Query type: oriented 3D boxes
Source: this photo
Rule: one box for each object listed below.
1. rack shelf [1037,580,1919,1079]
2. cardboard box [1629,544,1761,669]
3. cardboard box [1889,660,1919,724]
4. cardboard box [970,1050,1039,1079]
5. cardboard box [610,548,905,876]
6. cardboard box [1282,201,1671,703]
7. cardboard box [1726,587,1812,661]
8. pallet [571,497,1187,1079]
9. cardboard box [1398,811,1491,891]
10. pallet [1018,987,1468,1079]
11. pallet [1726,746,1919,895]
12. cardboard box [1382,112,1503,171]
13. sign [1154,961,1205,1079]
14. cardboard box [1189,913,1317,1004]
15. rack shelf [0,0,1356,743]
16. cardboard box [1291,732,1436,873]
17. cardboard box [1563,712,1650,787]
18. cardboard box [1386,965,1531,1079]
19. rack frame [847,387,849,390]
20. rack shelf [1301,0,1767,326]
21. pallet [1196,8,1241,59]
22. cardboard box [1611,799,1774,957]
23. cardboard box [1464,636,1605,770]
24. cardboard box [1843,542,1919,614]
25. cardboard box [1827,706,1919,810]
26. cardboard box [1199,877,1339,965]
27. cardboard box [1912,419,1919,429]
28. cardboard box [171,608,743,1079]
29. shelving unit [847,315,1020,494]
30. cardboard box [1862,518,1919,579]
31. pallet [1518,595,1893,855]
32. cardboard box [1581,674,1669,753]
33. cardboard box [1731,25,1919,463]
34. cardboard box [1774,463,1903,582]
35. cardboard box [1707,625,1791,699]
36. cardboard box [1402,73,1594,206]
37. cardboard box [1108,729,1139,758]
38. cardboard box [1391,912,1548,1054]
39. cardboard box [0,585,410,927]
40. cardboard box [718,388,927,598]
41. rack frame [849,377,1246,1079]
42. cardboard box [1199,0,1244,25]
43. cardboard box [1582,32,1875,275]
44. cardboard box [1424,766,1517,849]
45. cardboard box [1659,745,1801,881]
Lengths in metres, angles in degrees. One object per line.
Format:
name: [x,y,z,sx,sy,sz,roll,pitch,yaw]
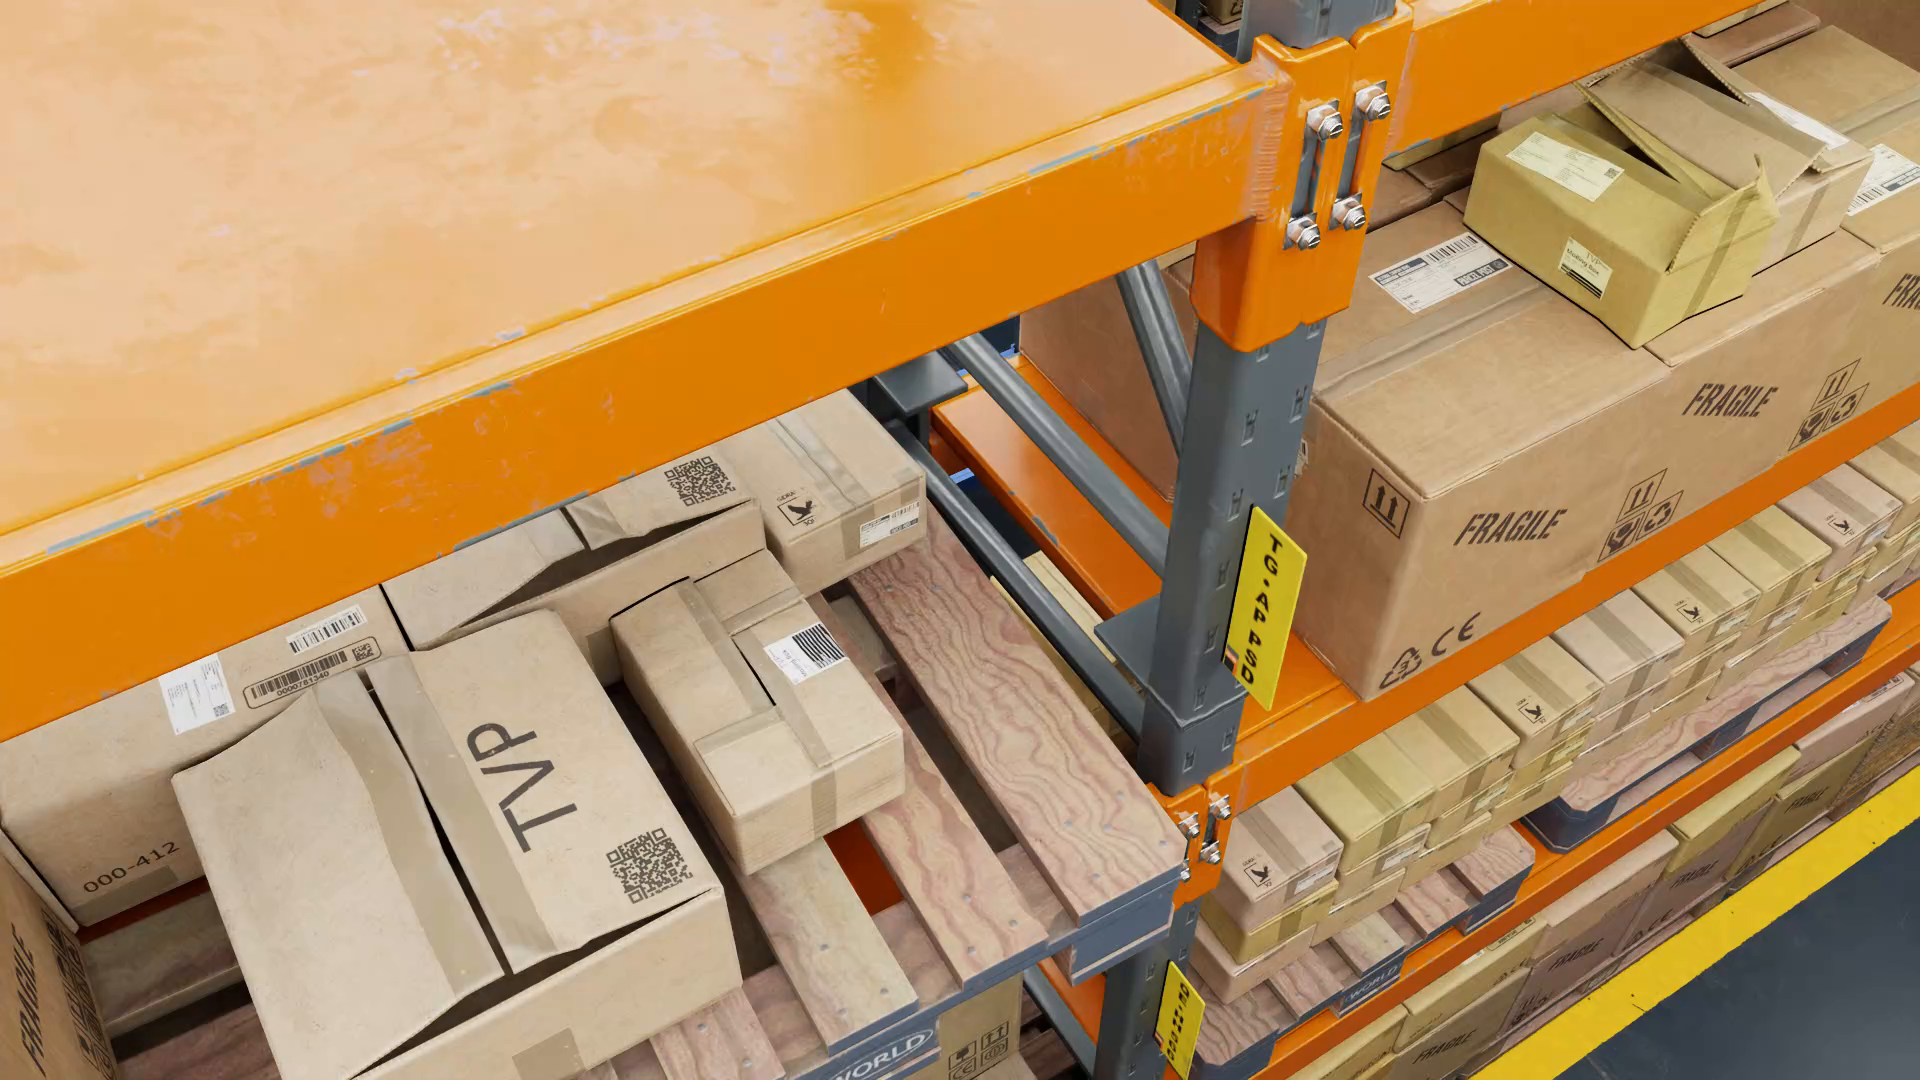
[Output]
rack shelf: [1.801,0.381,4.829,4.000,0.370,1.077,-25,53,-21]
cardboard box: [1.714,0.098,4.088,0.250,0.149,0.380,-24,52,-20]
cardboard box: [2.997,0.243,5.360,0.500,0.250,0.500,-27,53,-22]
cardboard box: [-0.128,1.254,3.503,0.500,0.500,0.500,-25,53,-21]
cardboard box: [-0.280,0.223,2.287,0.250,0.166,0.380,-25,53,-21]
cardboard box: [0.735,-0.152,2.746,0.500,0.500,0.500,-25,53,-21]
cardboard box: [1.940,0.094,4.291,0.250,0.149,0.380,-23,52,-20]
pallet: [-0.407,0.294,2.543,1.003,0.211,1.213,-23,52,-19]
cardboard box: [1.051,0.617,4.024,0.250,0.149,0.380,-23,52,-19]
pallet: [0.771,1.556,5.169,1.213,0.211,1.003,-25,53,-21]
pallet: [2.835,0.583,6.035,1.213,0.211,1.003,-25,53,-21]
cardboard box: [0.739,-0.886,2.888,0.258,0.266,0.396,-25,53,-21]
sign: [0.408,0.903,3.107,0.005,0.325,0.100,-25,53,-21]
cardboard box: [0.596,0.832,3.833,0.250,0.149,0.380,-26,53,-21]
rack shelf: [-1.582,0.113,1.319,4.000,0.370,1.077,-25,53,-21]
cardboard box: [0.830,0.514,3.718,0.250,0.149,0.380,-27,54,-22]
cardboard box: [1.502,0.401,4.217,0.250,0.149,0.380,-24,52,-20]
cardboard box: [1.267,1.307,4.915,0.500,0.500,0.500,-25,53,-20]
rack frame: [-0.502,-0.262,5.925,0.032,1.500,0.500,-25,53,-21]
rack shelf: [1.801,-1.481,2.738,4.000,0.370,1.077,-25,53,-21]
pallet: [1.616,-3.154,9.363,1.213,0.211,1.003,-25,53,-21]
cardboard box: [2.131,0.896,5.281,0.500,0.500,0.500,-26,53,-22]
cardboard box: [1.264,0.314,3.896,0.250,0.149,0.380,-27,54,-22]
cardboard box: [2.387,-0.012,4.584,0.250,0.149,0.380,-27,54,-22]
cardboard box: [3.001,0.490,5.643,0.500,0.500,0.500,-26,53,-21]
cardboard box: [0.625,0.718,3.735,0.250,0.149,0.380,-23,52,-19]
cardboard box: [2.589,-0.312,4.453,0.250,0.149,0.380,-25,53,-21]
cardboard box: [-0.614,0.404,2.030,0.500,0.311,0.500,-25,53,-21]
shelving unit: [-0.072,-0.465,6.105,1.048,1.500,0.538,-25,53,-21]
cardboard box: [2.378,-0.110,4.472,0.250,0.149,0.380,-28,54,-23]
pallet: [1.762,0.188,4.648,1.213,0.211,1.003,-25,53,-21]
cardboard box: [1.502,0.301,4.107,0.250,0.149,0.380,-25,53,-21]
cardboard box: [1.574,-0.558,3.108,0.500,0.500,0.500,-25,53,-21]
cardboard box: [2.154,-0.107,4.271,0.250,0.149,0.380,-27,54,-22]
cardboard box: [1.937,0.199,4.396,0.250,0.149,0.380,-27,54,-22]
cardboard box: [0.873,-0.688,3.224,0.500,0.500,0.500,-25,53,-21]
cardboard box: [0.281,0.396,4.221,0.250,0.149,0.380,-24,53,-20]
cardboard box: [1.251,1.057,4.636,0.500,0.250,0.500,-26,53,-21]
cardboard box: [-1.044,0.167,2.282,0.500,0.250,0.500,-24,53,-20]
cardboard box: [-0.258,-0.116,2.602,0.250,0.149,0.380,-27,54,-22]
rack frame: [0.110,0.939,3.851,0.127,3.000,1.000,-25,53,-21]
cardboard box: [1.532,-3.474,8.922,0.875,0.875,0.875,-25,53,-21]
cardboard box: [1.229,-0.666,2.692,0.258,0.266,0.396,-25,53,-21]
cardboard box: [1.078,0.500,3.929,0.250,0.149,0.380,-27,54,-22]
cardboard box: [2.116,0.659,4.990,0.500,0.250,0.500,-27,54,-22]
